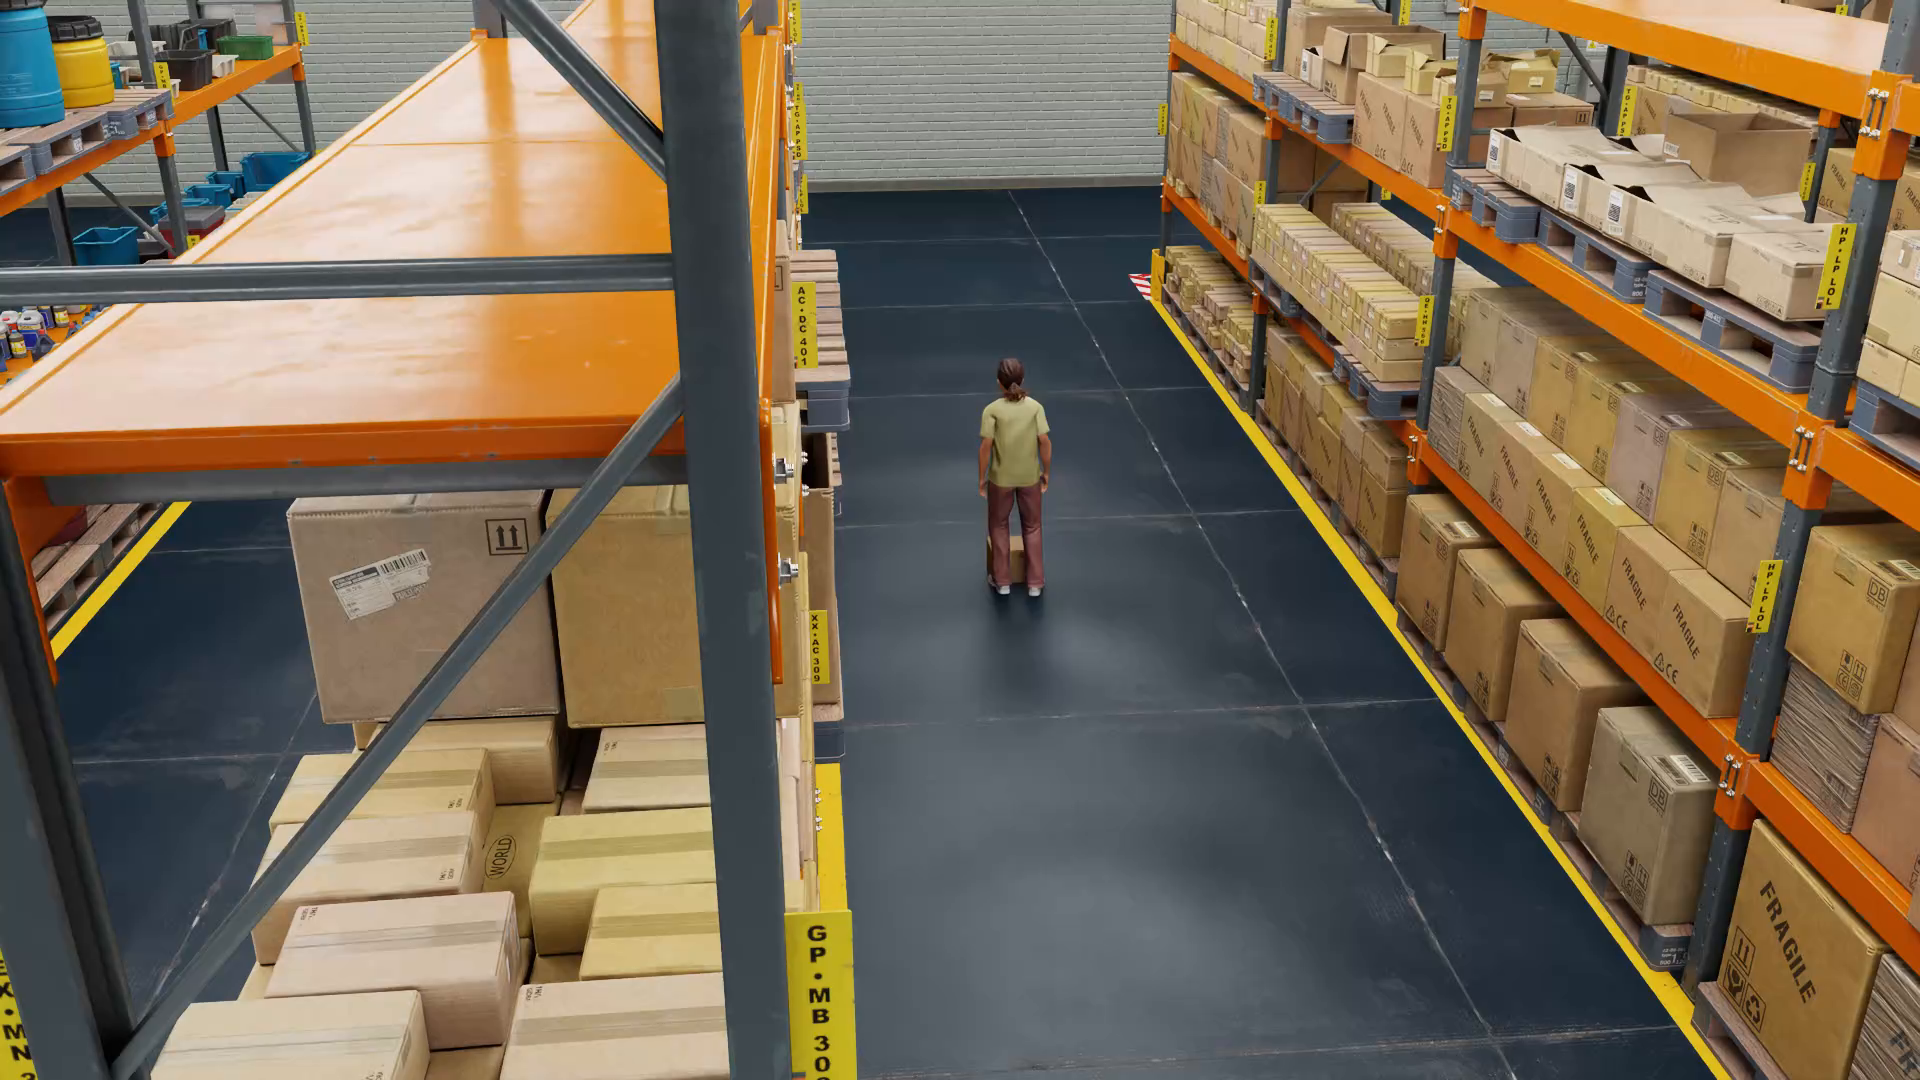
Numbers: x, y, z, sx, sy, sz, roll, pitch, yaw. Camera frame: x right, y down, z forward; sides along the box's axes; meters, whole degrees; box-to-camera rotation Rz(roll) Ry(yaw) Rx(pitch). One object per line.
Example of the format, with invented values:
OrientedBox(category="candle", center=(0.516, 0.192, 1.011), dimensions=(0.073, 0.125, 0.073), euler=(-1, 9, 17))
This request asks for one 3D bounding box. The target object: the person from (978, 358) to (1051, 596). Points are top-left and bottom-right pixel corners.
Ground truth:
OrientedBox(category="person", center=(0.357, -0.421, 11.266), dimensions=(0.505, 1.671, 0.416), euler=(-3, 24, -8))
